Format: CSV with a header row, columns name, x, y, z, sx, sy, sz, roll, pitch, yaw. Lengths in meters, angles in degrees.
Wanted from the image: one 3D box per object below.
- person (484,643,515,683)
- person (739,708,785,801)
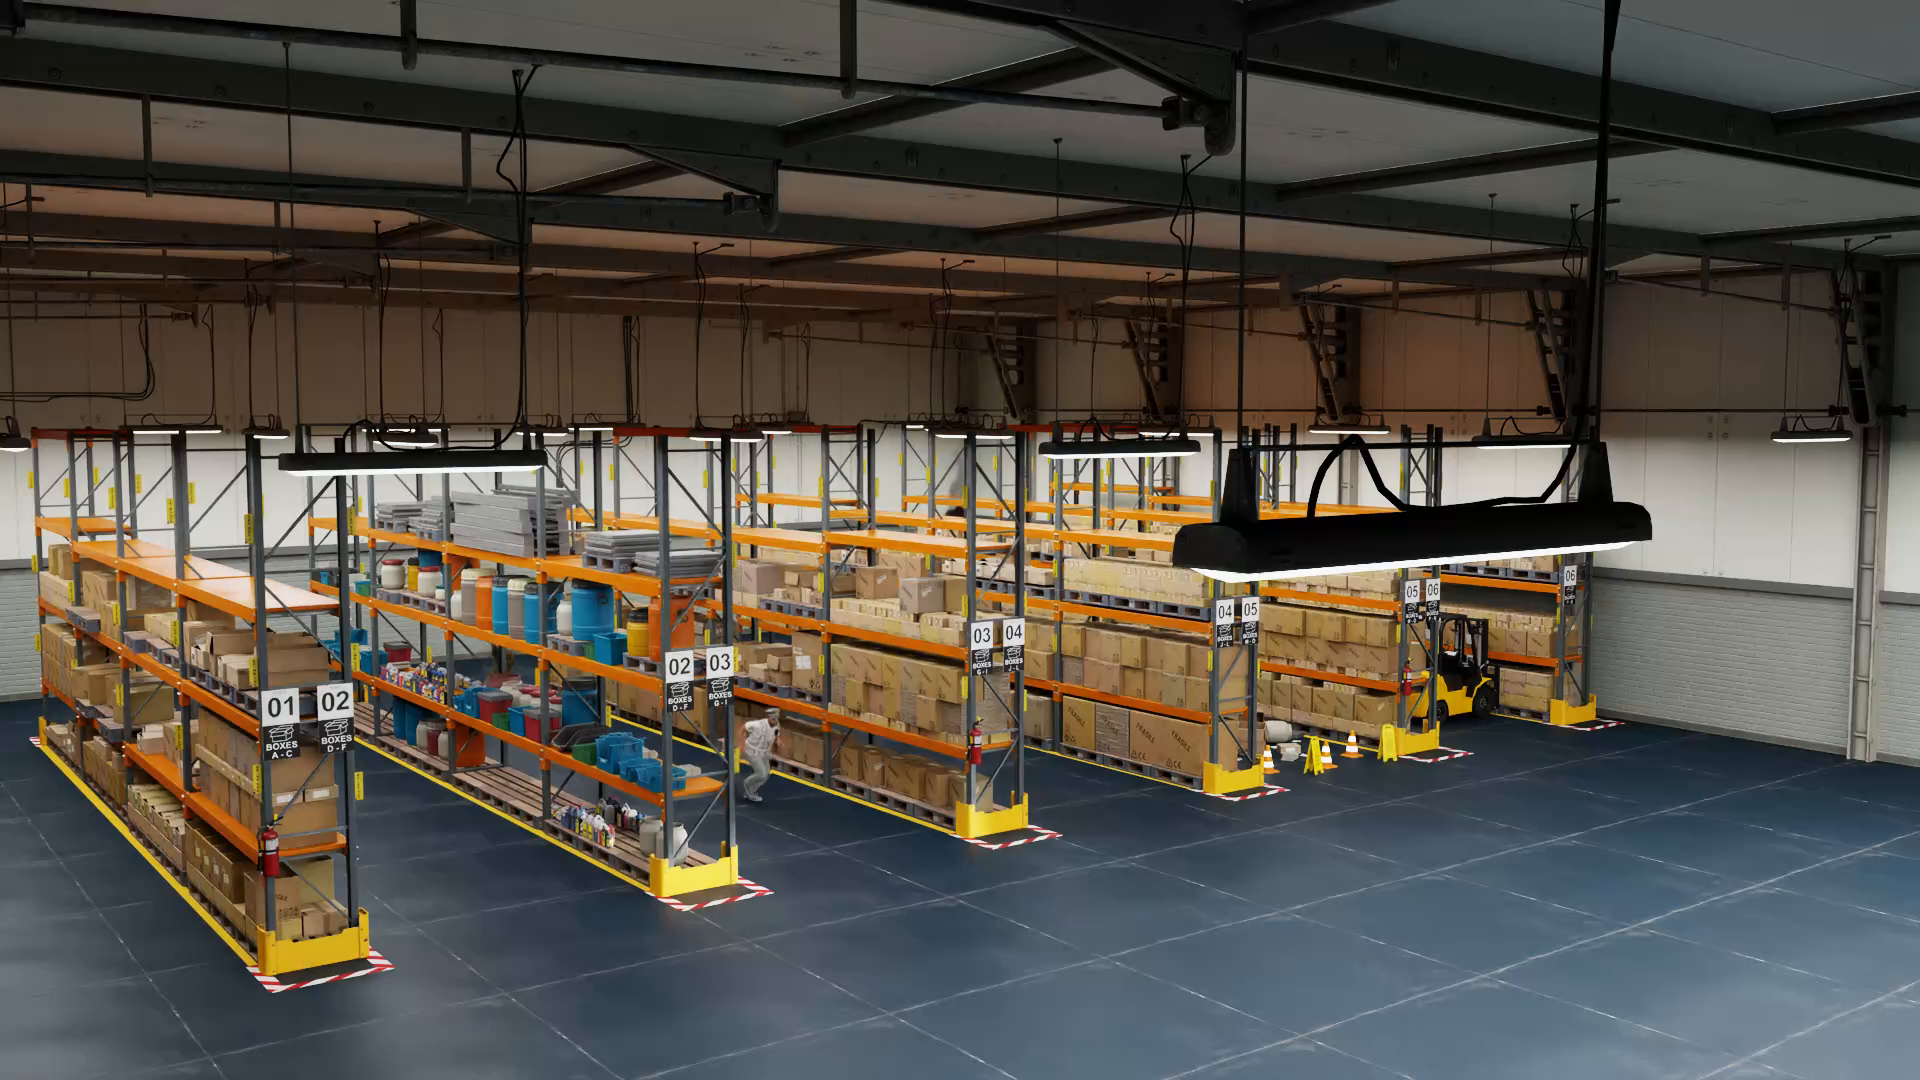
name,x,y,z,sx,sy,sz,roll,pitch,yaw
person,-10.511,2.465,38.053,0.769,1.794,0.678,-2,5,-22
person,-3.198,3.457,26.663,0.878,1.571,0.694,4,6,39
